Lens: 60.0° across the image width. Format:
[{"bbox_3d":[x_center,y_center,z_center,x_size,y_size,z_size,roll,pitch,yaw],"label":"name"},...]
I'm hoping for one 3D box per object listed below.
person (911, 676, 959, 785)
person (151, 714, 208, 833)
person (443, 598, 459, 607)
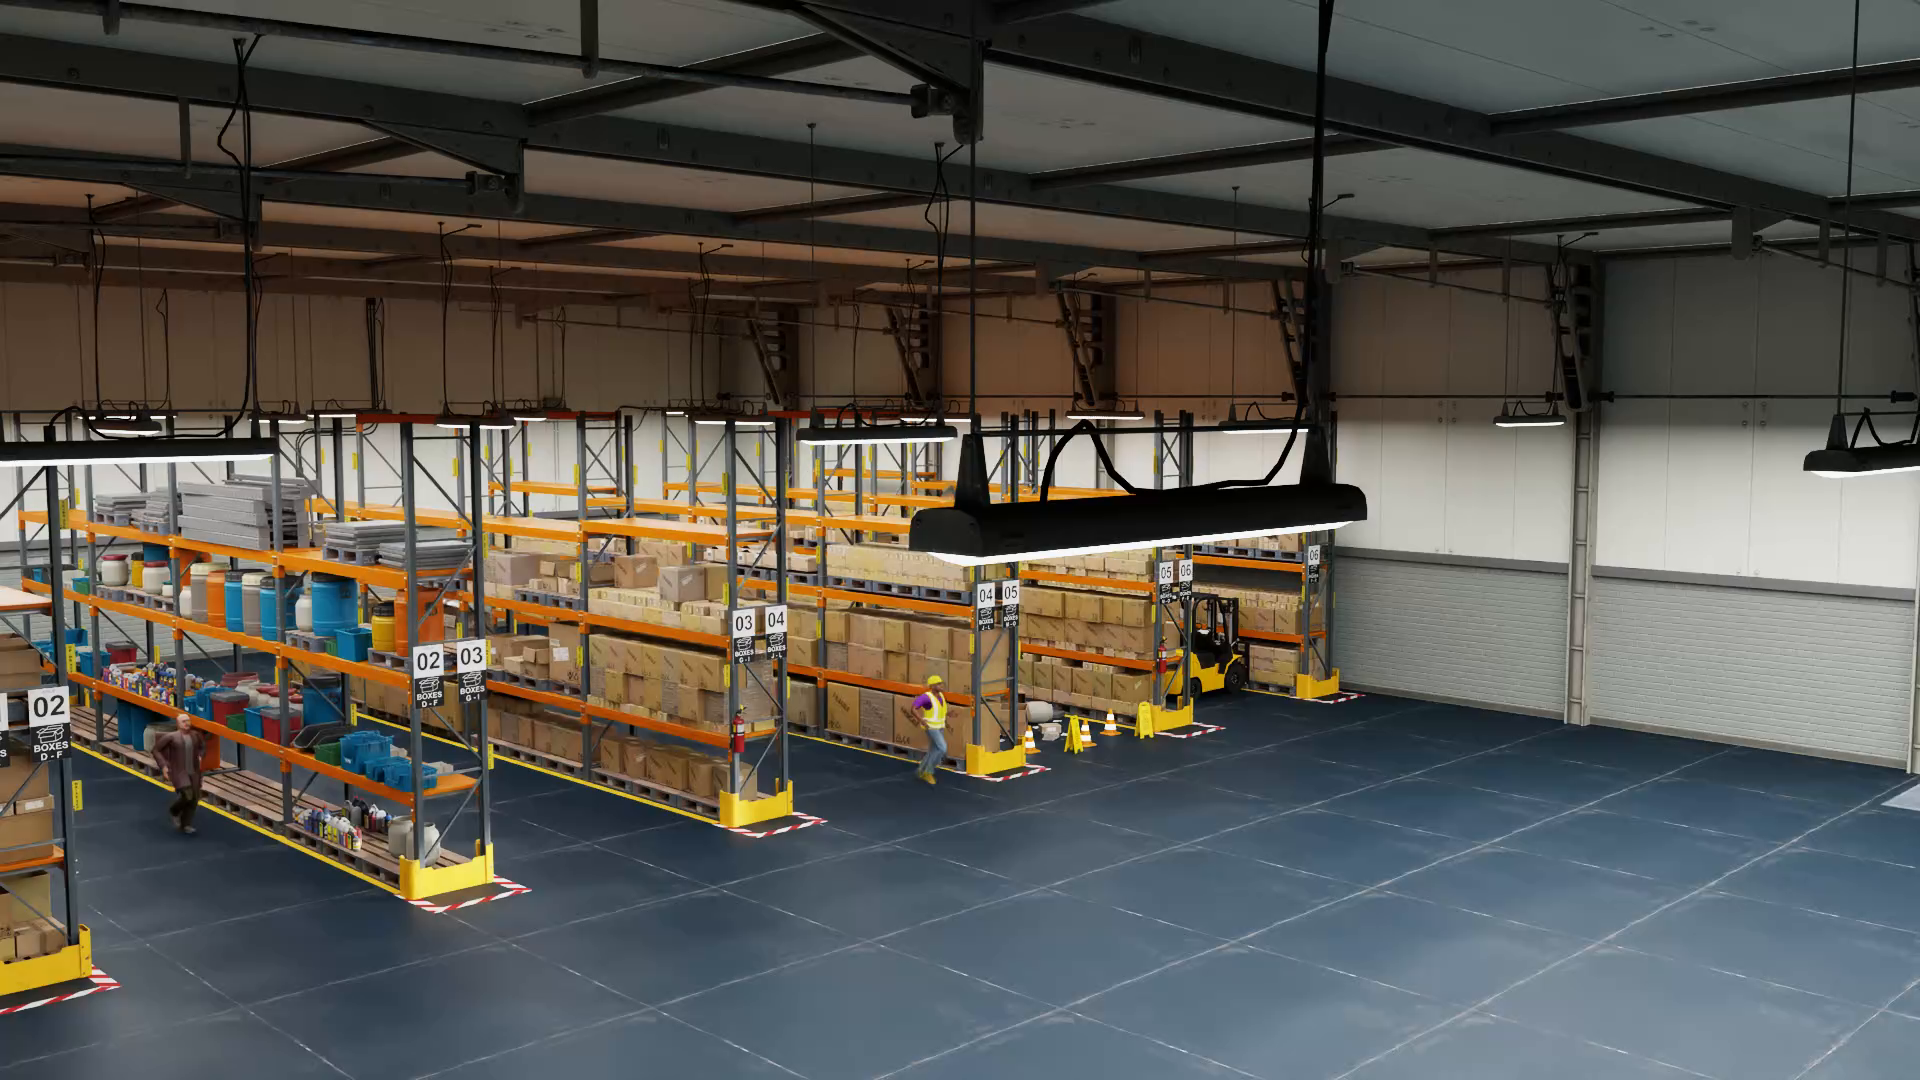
[{"bbox_3d":[-0.402,3.108,27.258,0.702,1.773,0.696,3,6,28],"label":"person"},{"bbox_3d":[-11.170,3.378,24.003,0.616,1.736,0.714,3,6,33],"label":"person"},{"bbox_3d":[-12.249,2.061,39.294,0.796,1.726,0.890,2,6,27],"label":"person"}]
